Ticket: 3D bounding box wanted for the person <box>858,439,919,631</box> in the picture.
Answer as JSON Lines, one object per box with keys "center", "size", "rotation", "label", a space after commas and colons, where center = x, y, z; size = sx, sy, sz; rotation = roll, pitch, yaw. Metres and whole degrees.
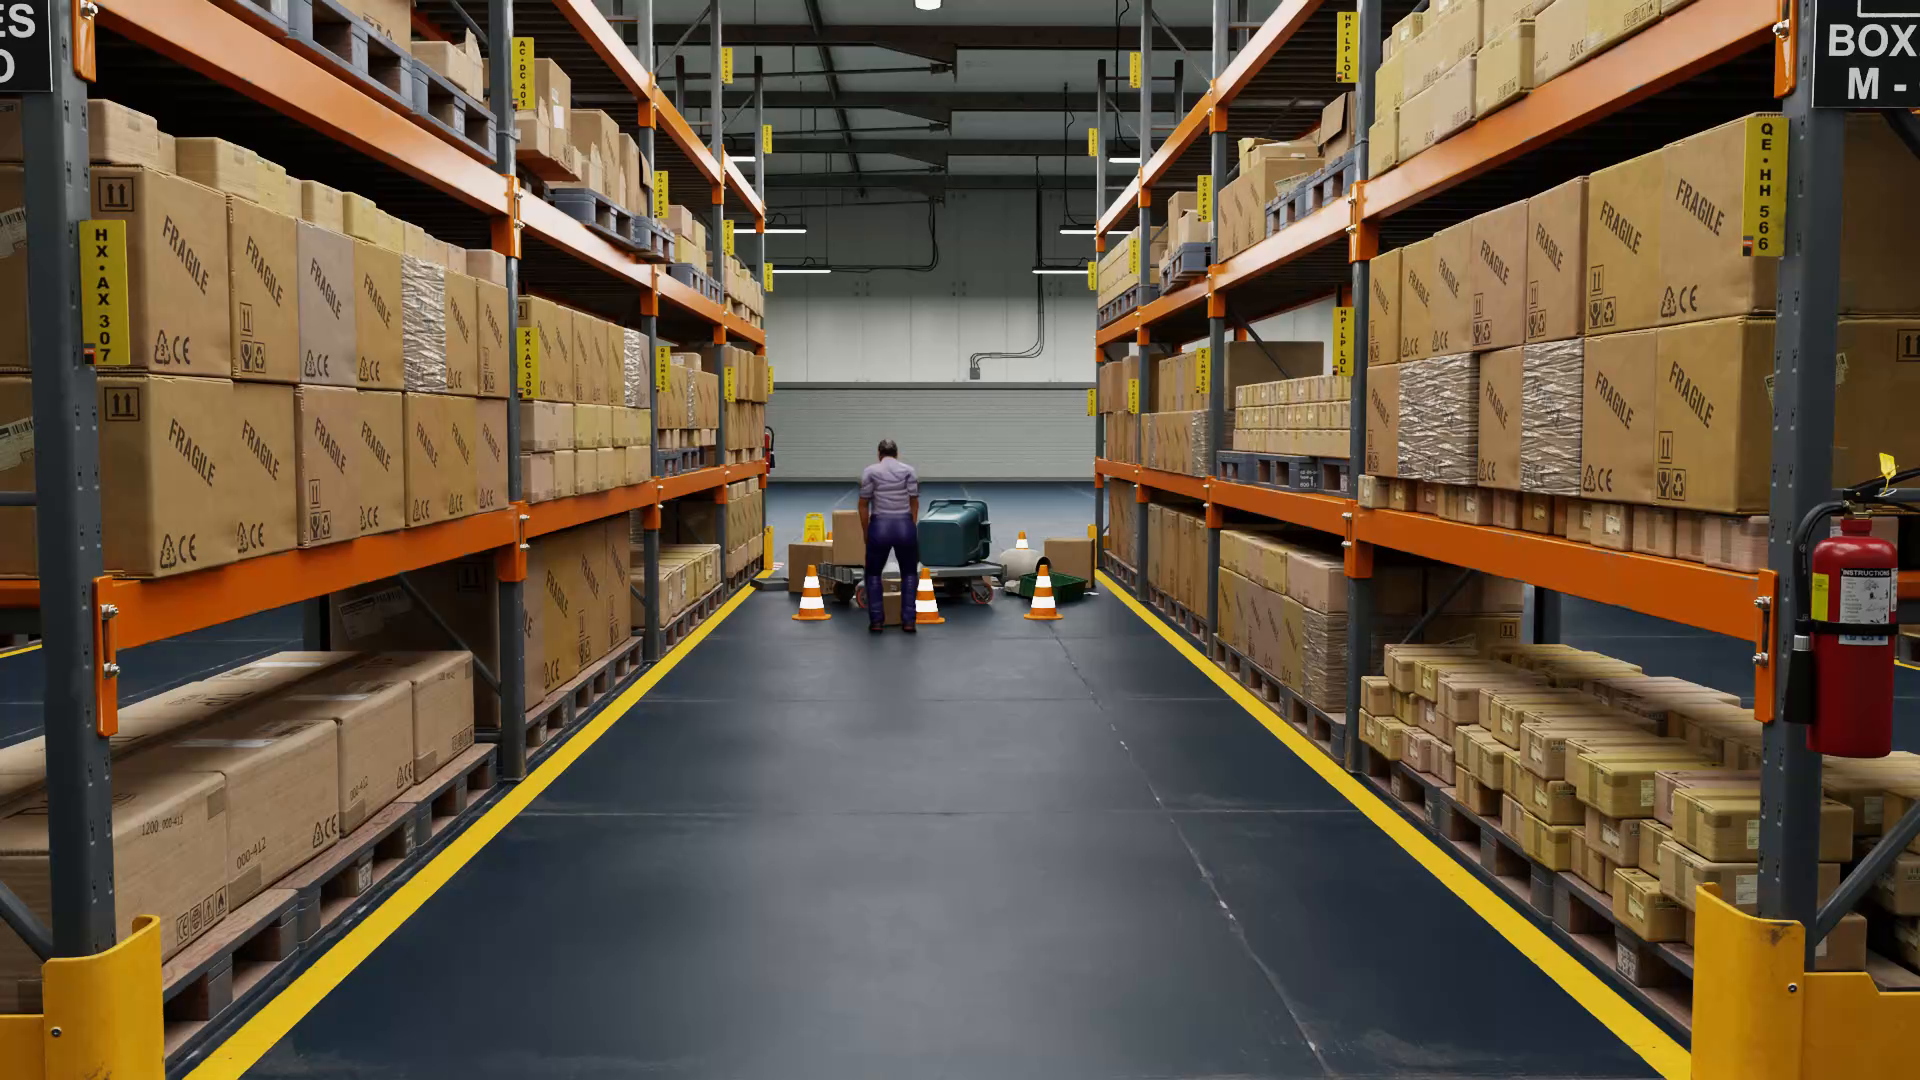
{"center": [-0.587, -0.033, 13.664], "size": [0.504, 1.587, 0.425], "rotation": [0, 4, -4], "label": "person"}
